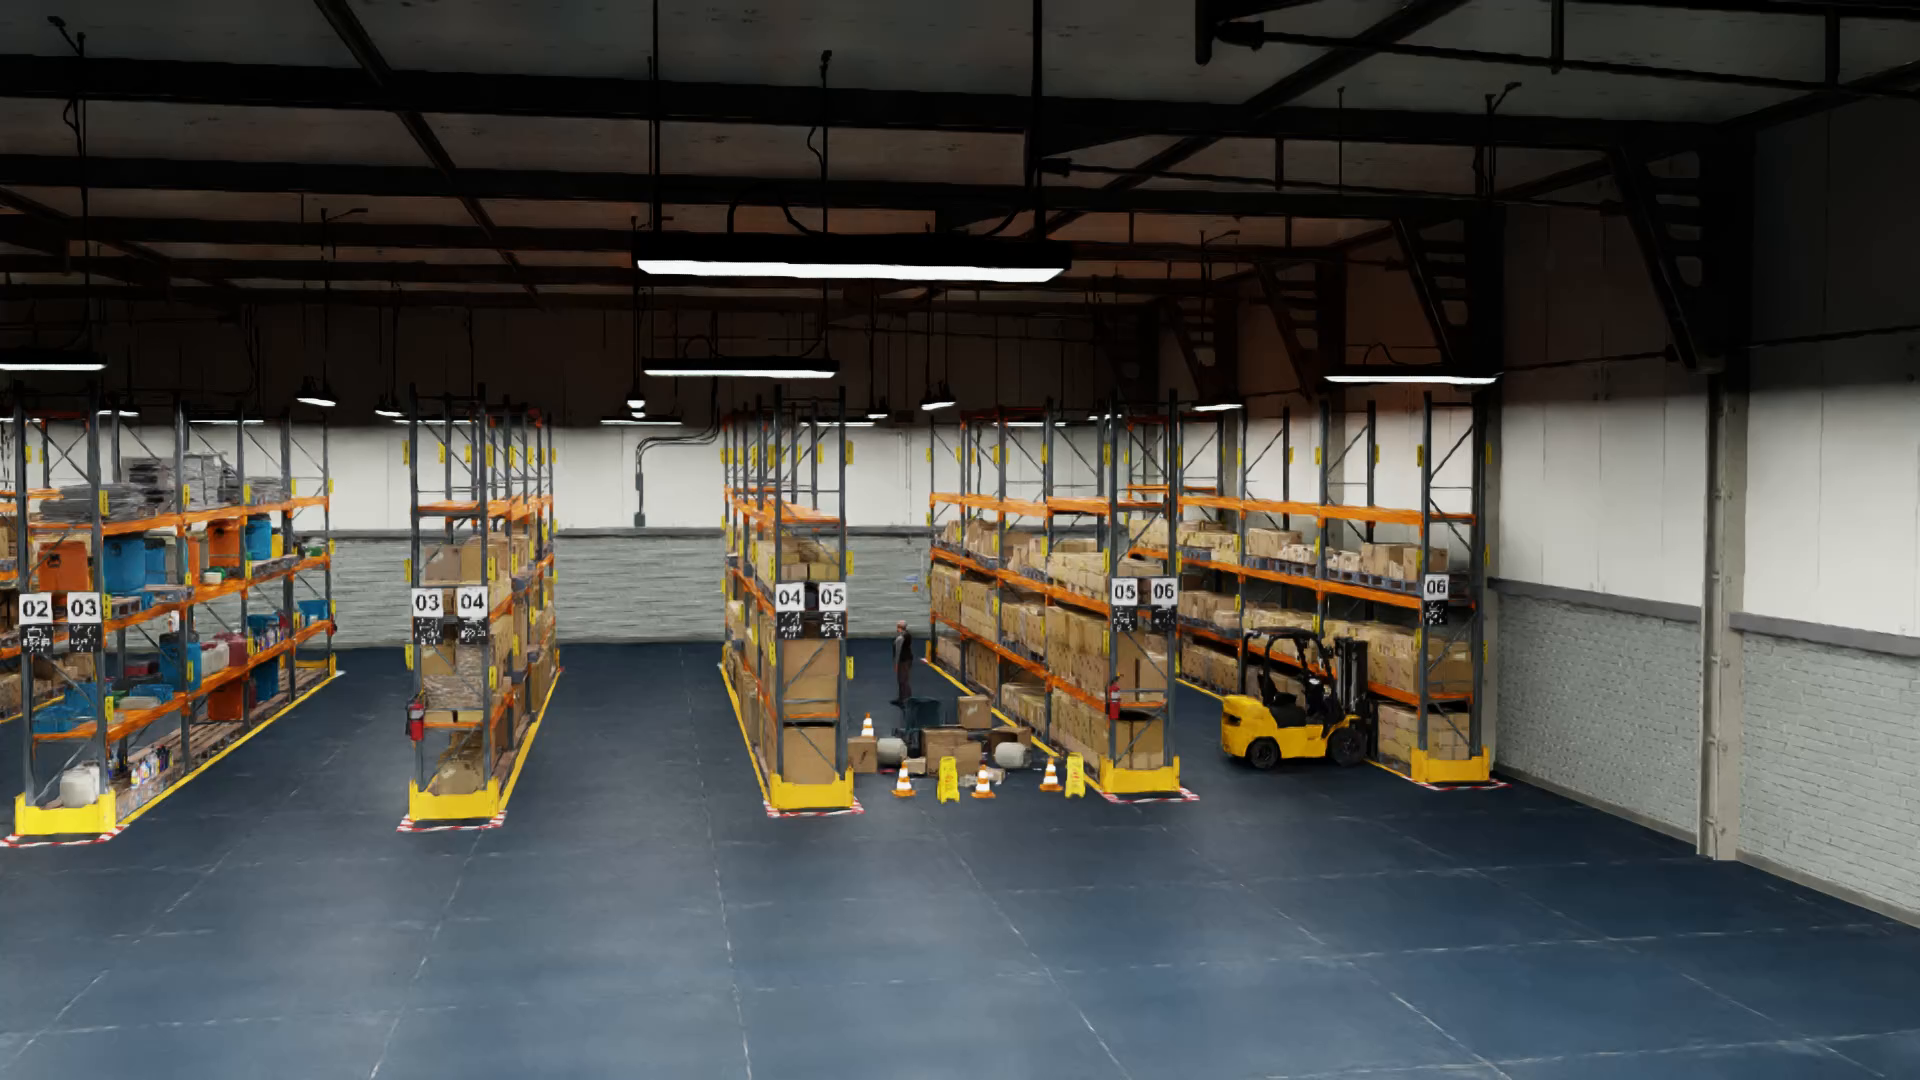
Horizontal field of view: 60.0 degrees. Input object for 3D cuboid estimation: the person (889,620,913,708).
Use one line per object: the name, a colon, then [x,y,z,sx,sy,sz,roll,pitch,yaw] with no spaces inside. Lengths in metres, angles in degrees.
person: [-1.175,2.448,33.123,0.576,1.718,0.626,1,3,16]

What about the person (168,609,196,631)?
person: [-18.527,2.203,39.578,0.625,1.607,0.575,-1,3,-13]
